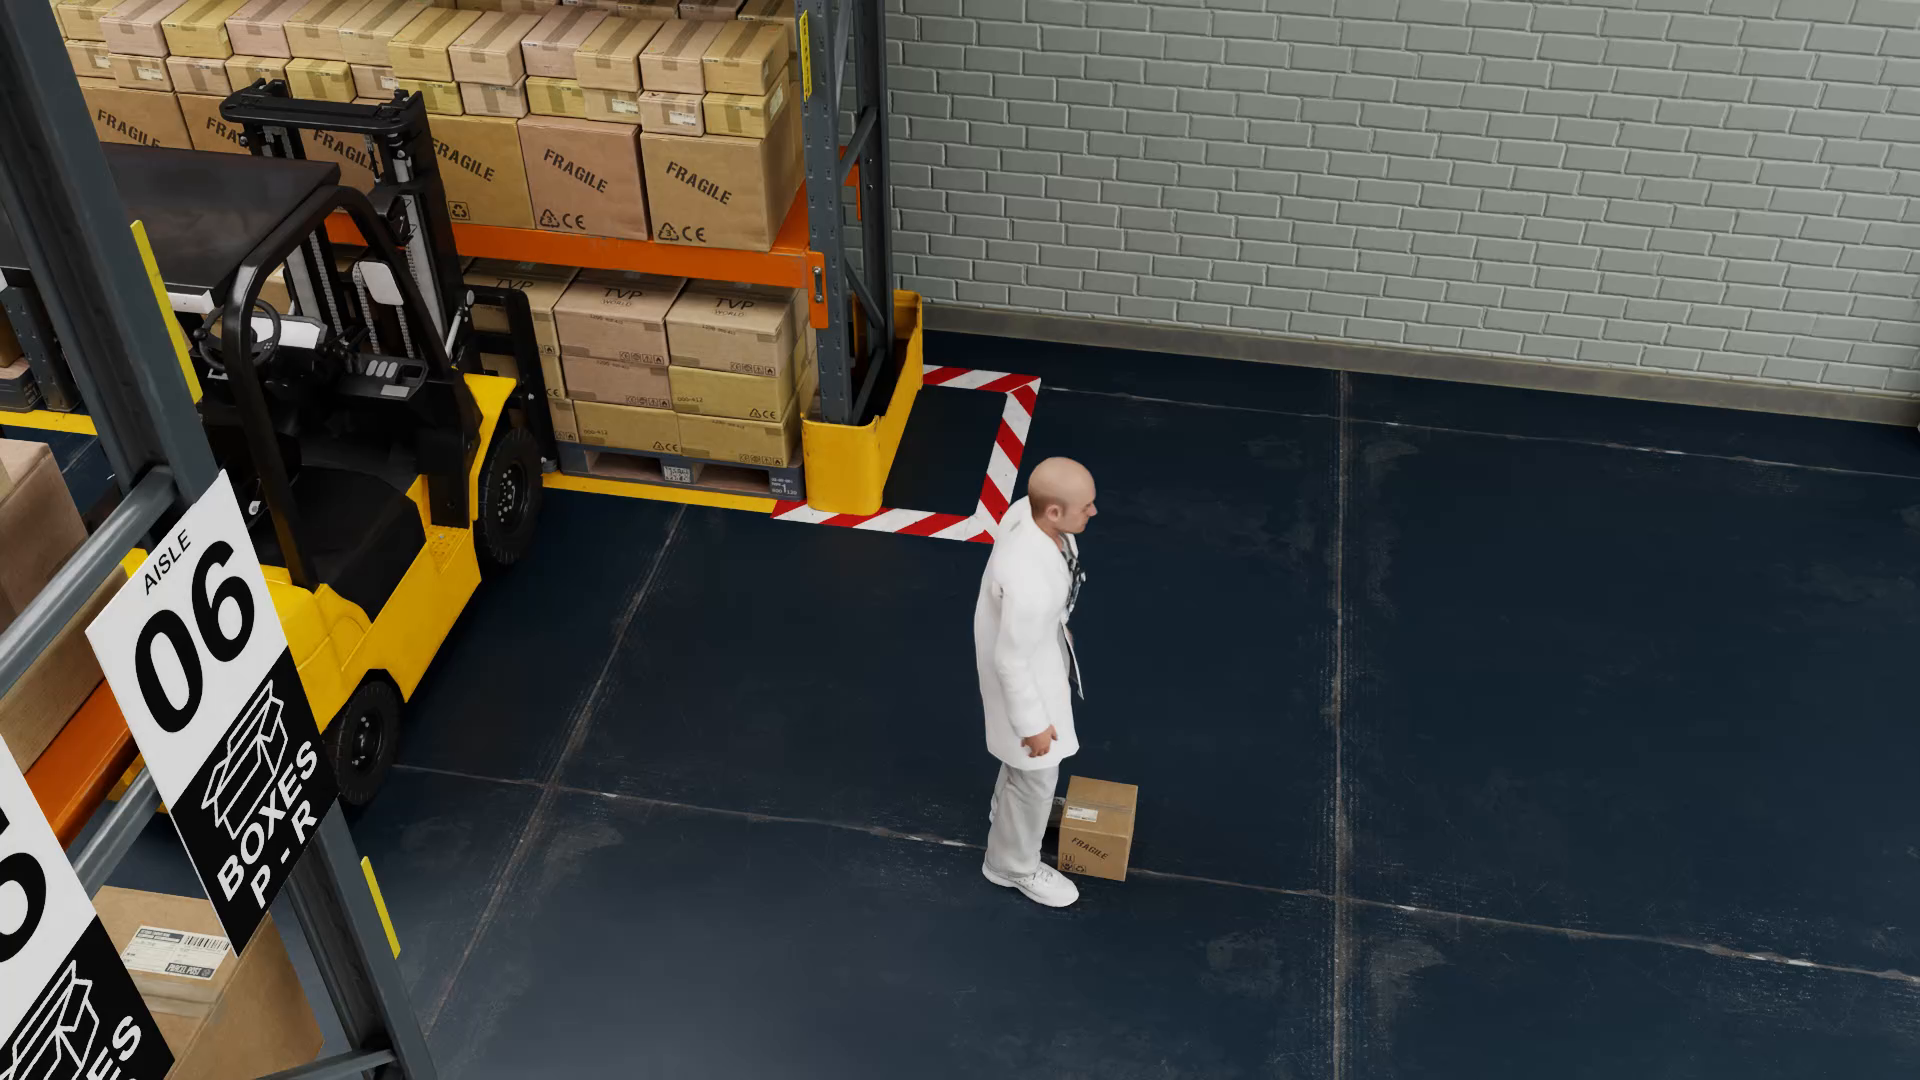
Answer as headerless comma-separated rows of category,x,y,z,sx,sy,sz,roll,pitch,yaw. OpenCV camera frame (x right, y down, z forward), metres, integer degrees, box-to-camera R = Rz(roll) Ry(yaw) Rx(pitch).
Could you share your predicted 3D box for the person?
person,0.260,0.450,5.631,0.421,1.774,0.642,7,40,8
